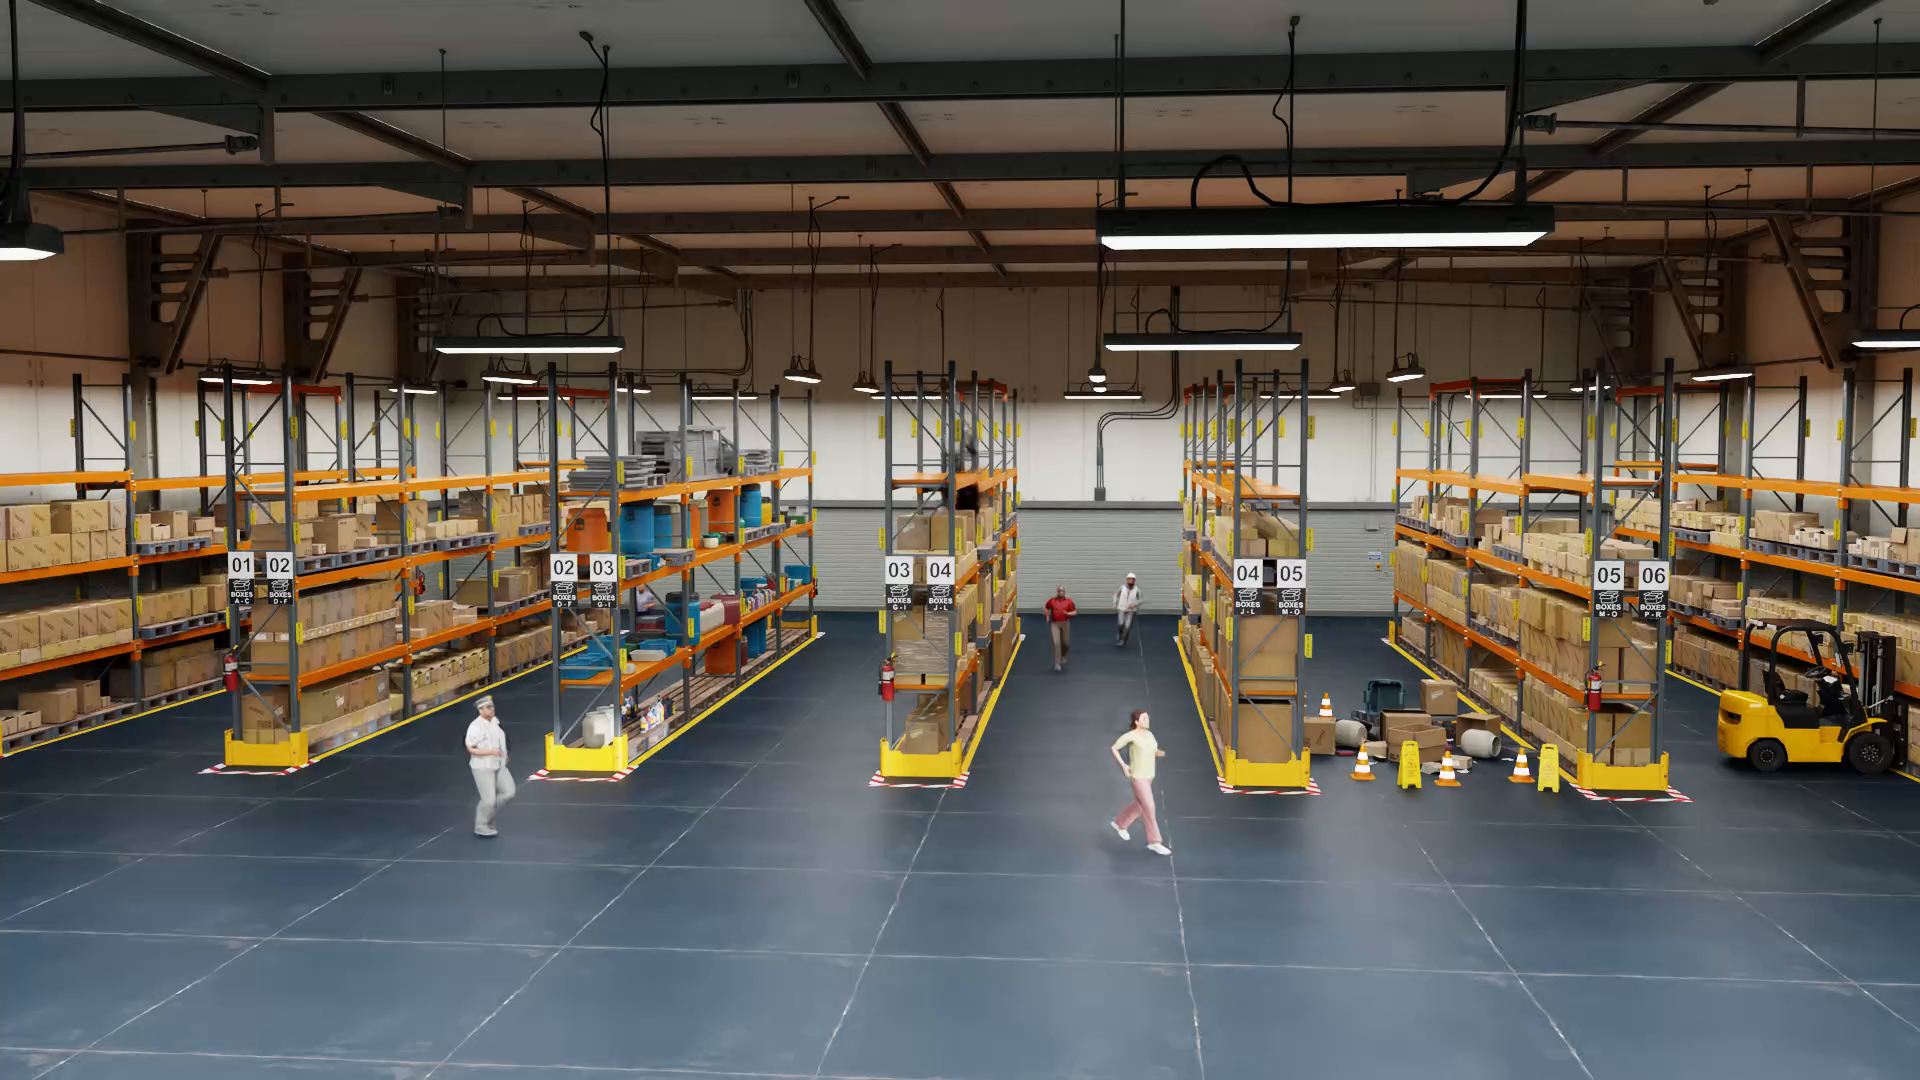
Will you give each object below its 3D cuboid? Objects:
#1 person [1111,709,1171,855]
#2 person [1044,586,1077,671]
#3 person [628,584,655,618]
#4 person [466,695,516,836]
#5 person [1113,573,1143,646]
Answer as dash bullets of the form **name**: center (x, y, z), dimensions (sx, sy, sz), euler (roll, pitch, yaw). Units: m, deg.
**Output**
- **person**: center (2.157, 2.836, 19.814), dimensions (0.957, 1.666, 0.569), euler (4, 5, 43)
- **person**: center (2.111, 1.826, 34.884), dimensions (0.662, 1.716, 0.989), euler (0, 4, 0)
- **person**: center (-7.196, 1.737, 37.571), dimensions (0.624, 1.653, 0.775), euler (-1, 4, -8)
- **person**: center (-5.745, 2.777, 20.486), dimensions (0.602, 1.744, 0.650), euler (2, 4, 26)
- **person**: center (3.873, 1.623, 38.465), dimensions (0.698, 1.701, 0.583), euler (1, 4, 8)
